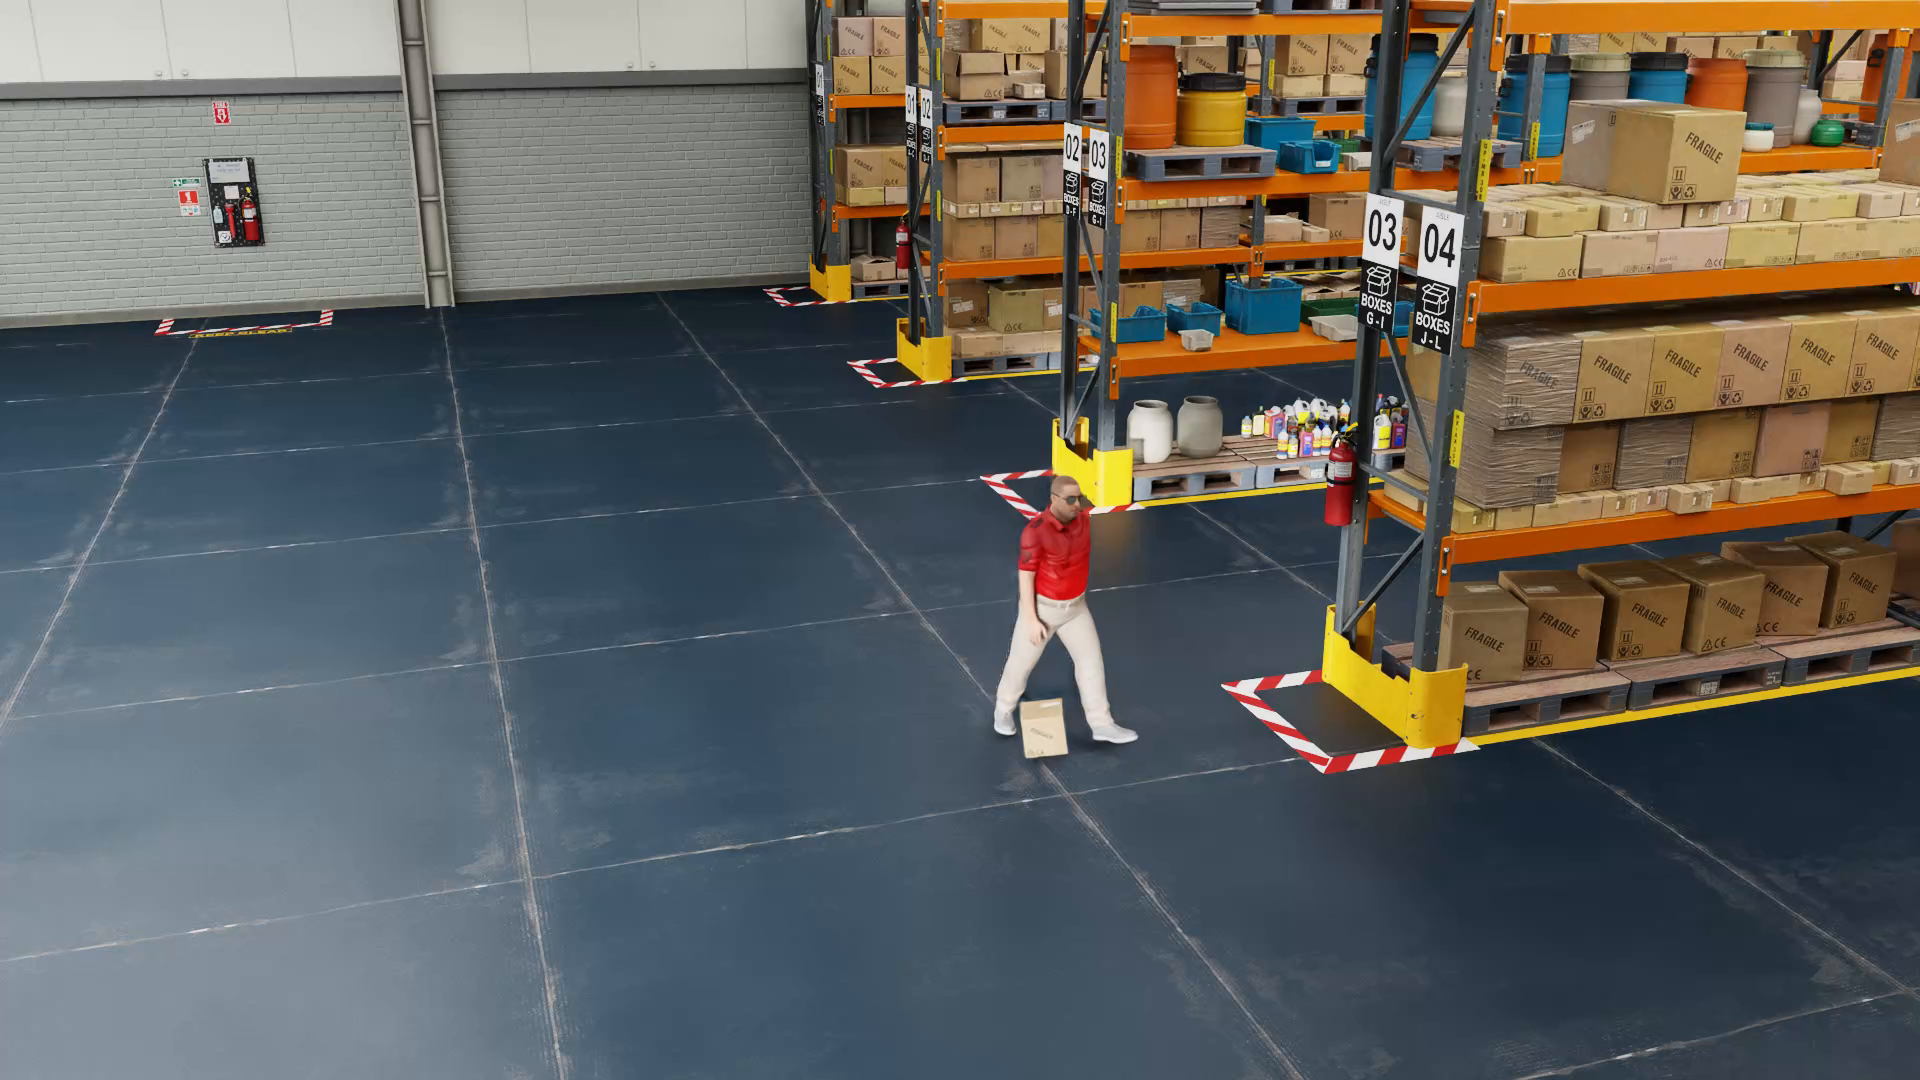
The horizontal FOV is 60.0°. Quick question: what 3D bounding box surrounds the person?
[{"bbox_3d":[0.595,0.413,9.910,0.577,1.678,0.922,-15,24,-36],"label":"person"}]
